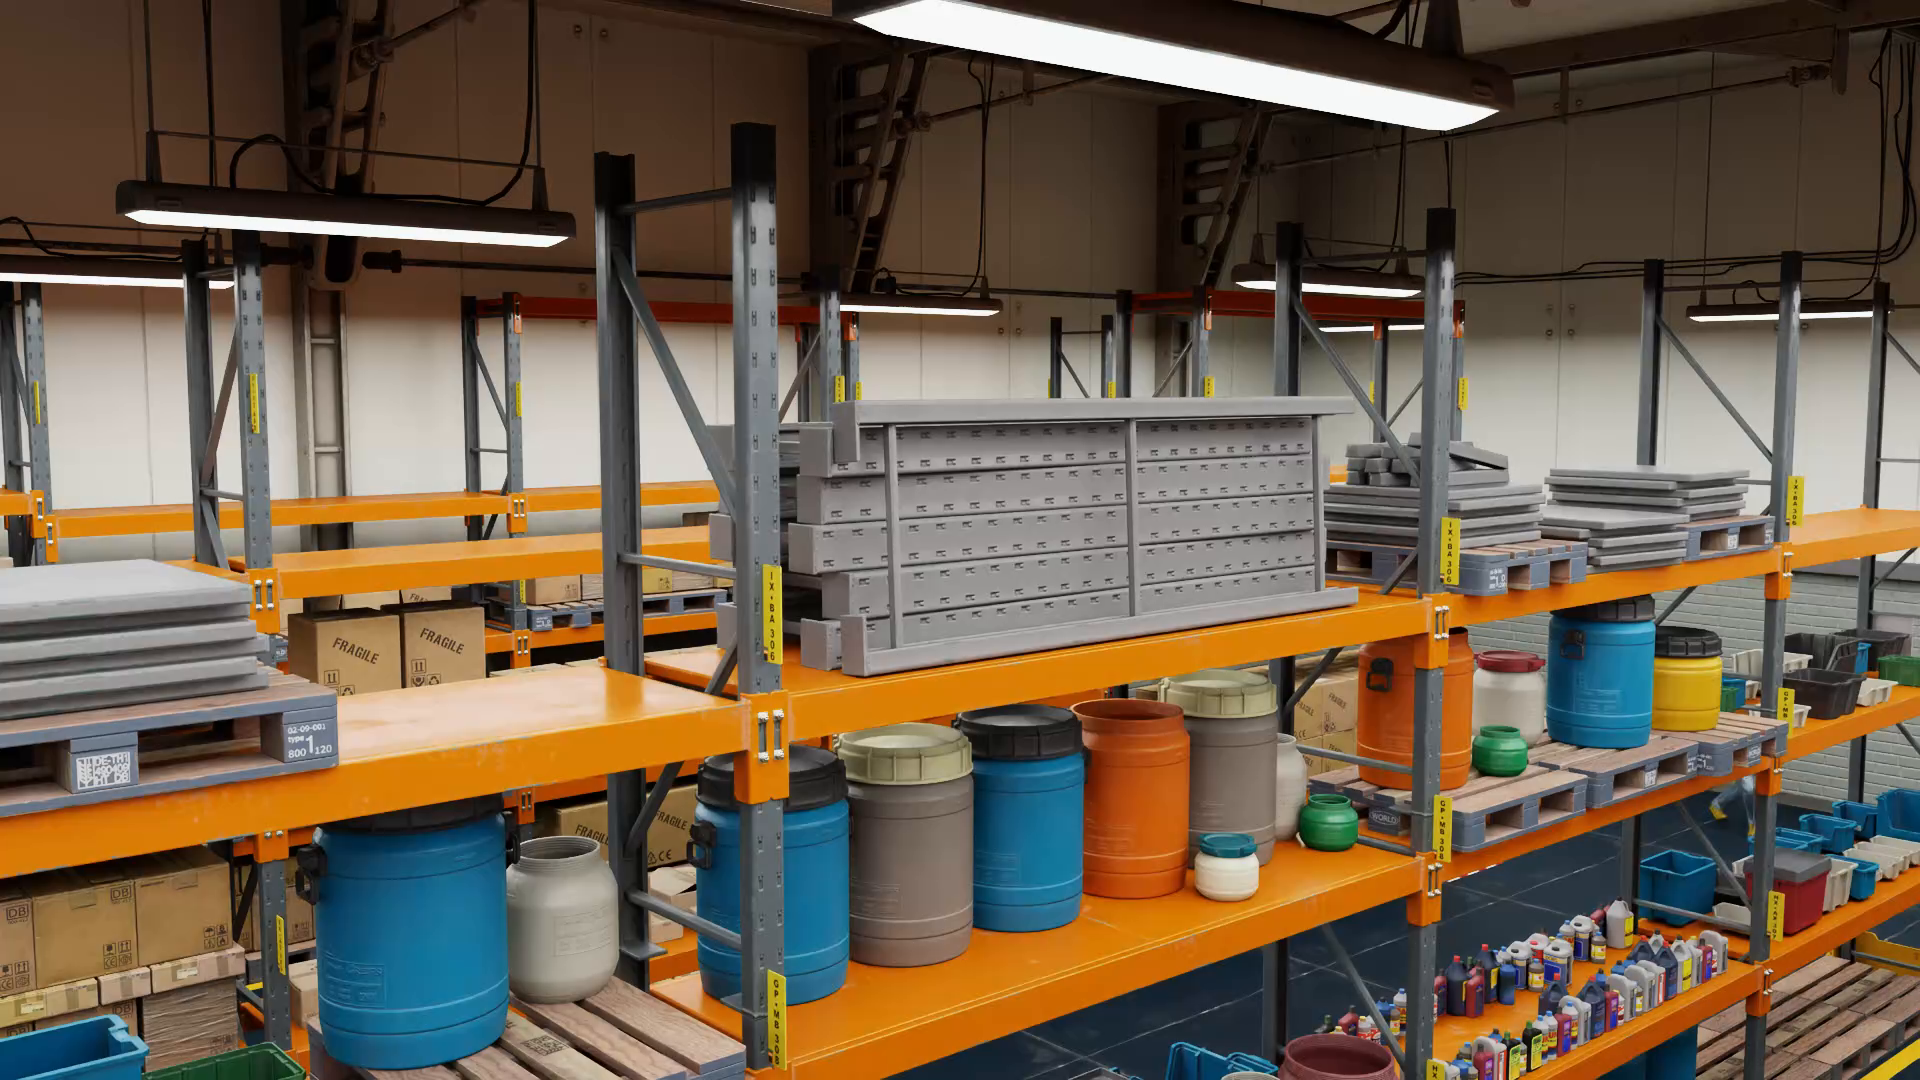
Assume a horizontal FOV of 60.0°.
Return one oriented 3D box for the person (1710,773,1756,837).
[{"bbox_3d":[9.073,2.610,19.121,0.695,1.535,1.166,-1,5,-5],"label":"person"}]
